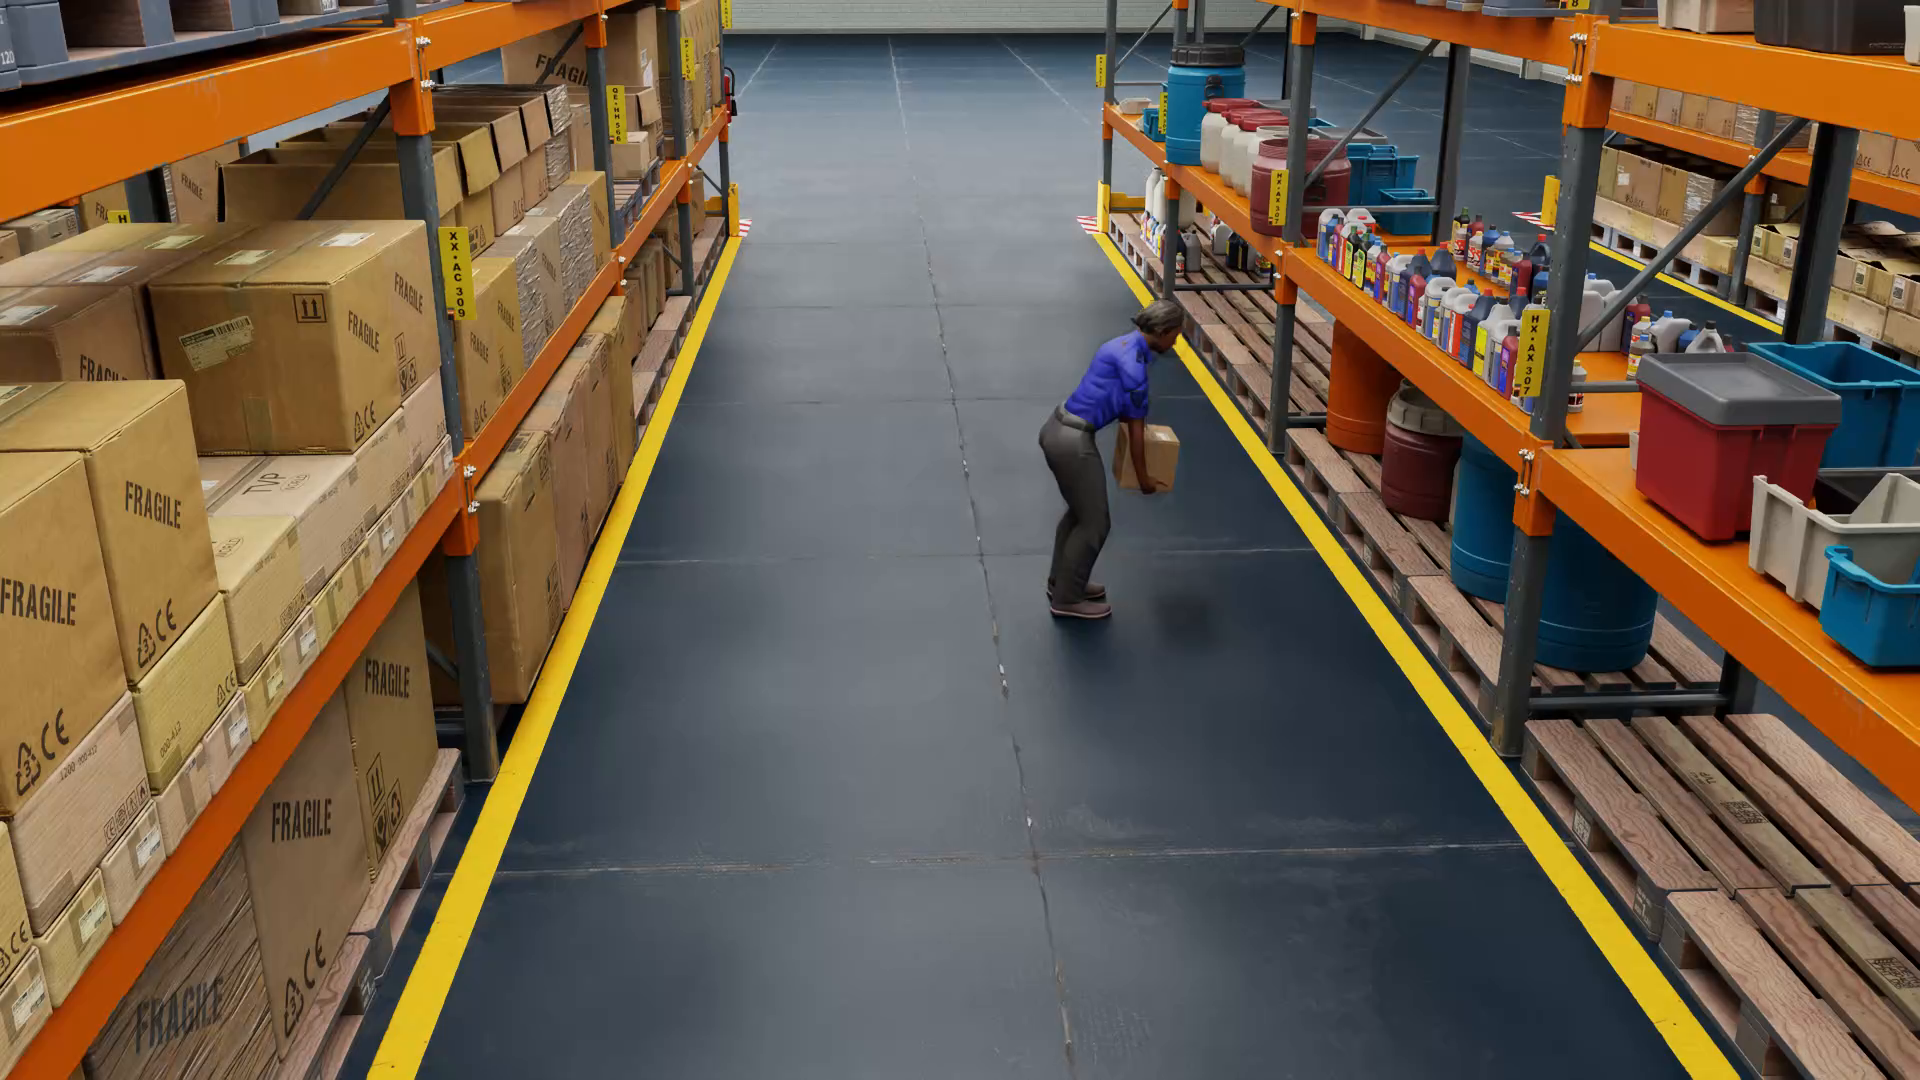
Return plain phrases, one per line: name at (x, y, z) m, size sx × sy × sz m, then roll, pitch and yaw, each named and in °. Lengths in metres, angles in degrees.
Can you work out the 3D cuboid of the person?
person at (0.705, -0.385, 7.849) m, size 0.656 × 1.502 × 0.409 m, roll -2°, pitch 21°, yaw -4°
